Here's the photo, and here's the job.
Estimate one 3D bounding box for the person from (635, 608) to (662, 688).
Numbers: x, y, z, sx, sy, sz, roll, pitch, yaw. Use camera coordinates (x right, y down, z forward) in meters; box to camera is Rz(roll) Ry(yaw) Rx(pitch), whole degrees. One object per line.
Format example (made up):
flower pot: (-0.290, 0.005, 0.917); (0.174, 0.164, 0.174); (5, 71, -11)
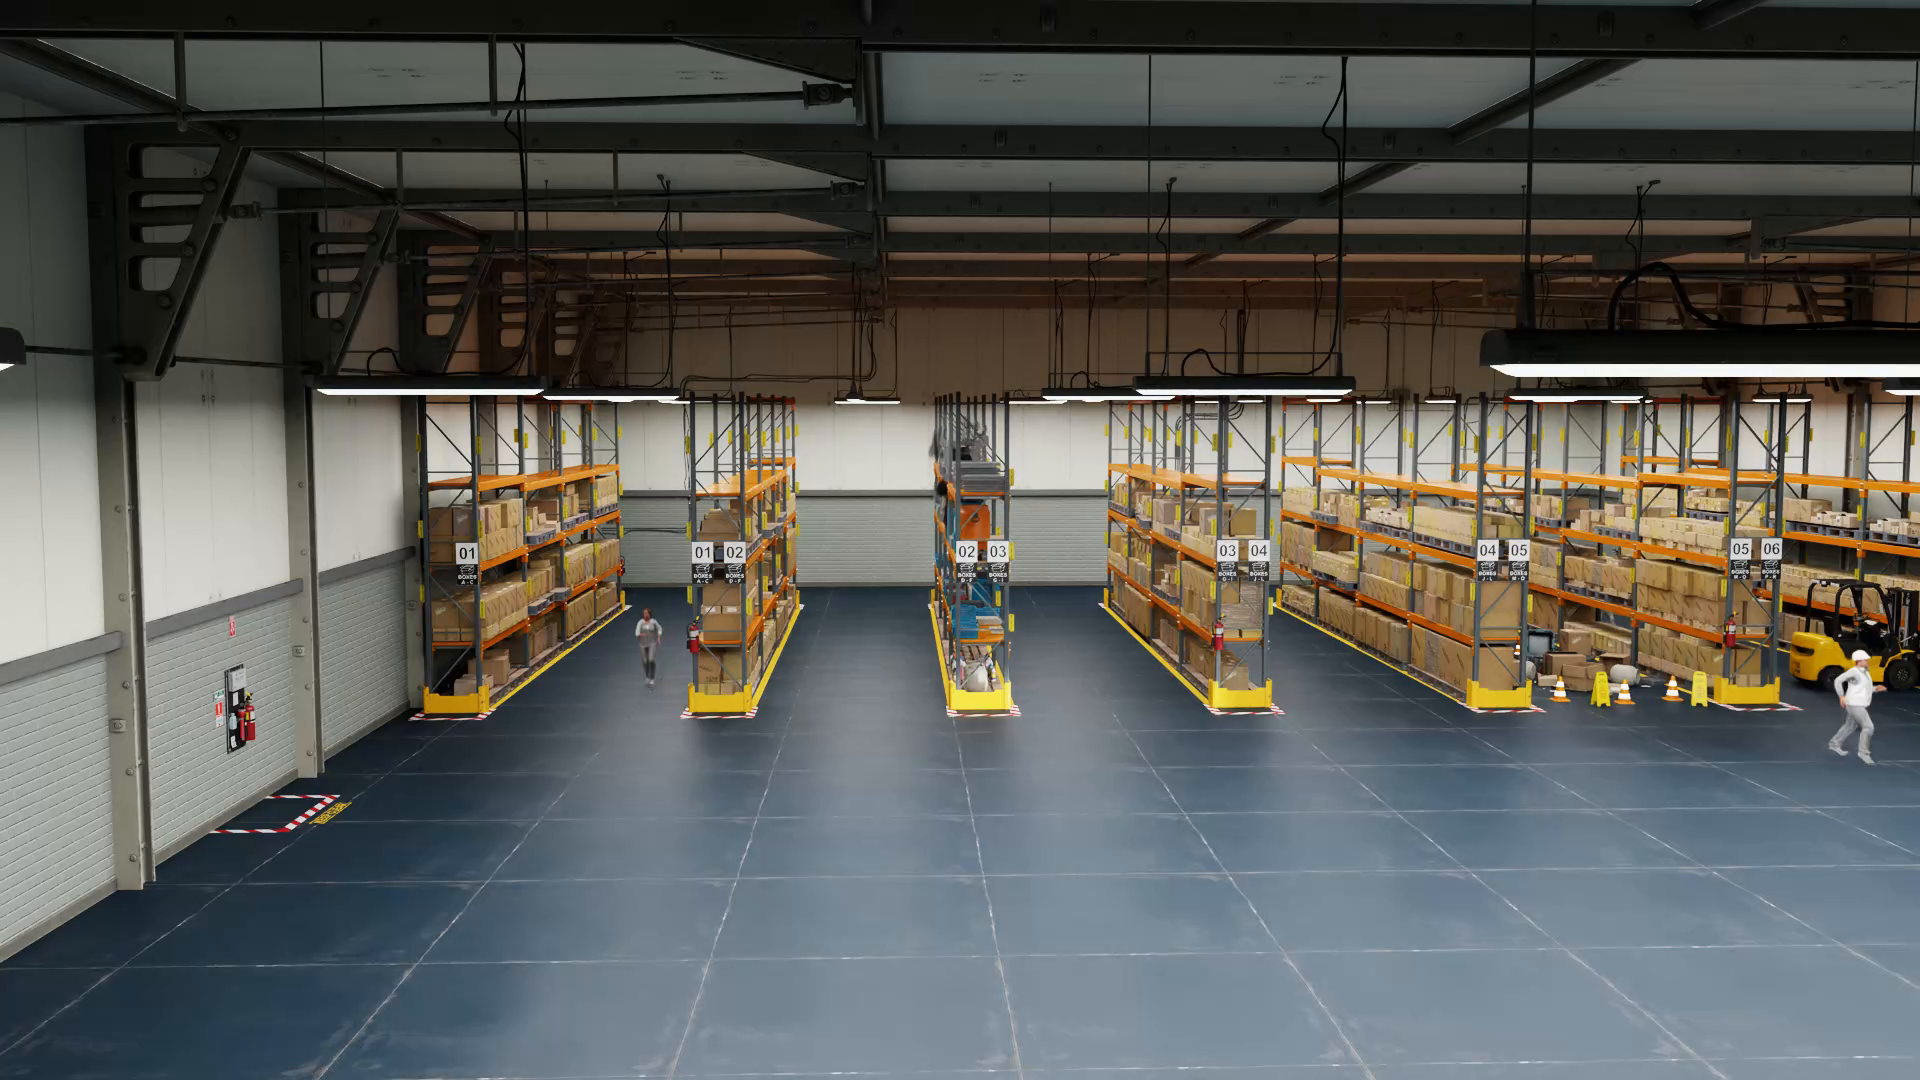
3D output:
person: (-6.372, 2.203, 33.987); (0.507, 1.635, 0.694); (0, 5, -2)

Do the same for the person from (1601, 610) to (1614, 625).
person: (16.490, 1.509, 42.597); (0.594, 1.627, 0.611); (0, 5, -3)

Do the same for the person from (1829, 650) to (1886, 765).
person: (14.470, 2.688, 26.823); (0.833, 1.840, 0.633); (4, 6, 44)
